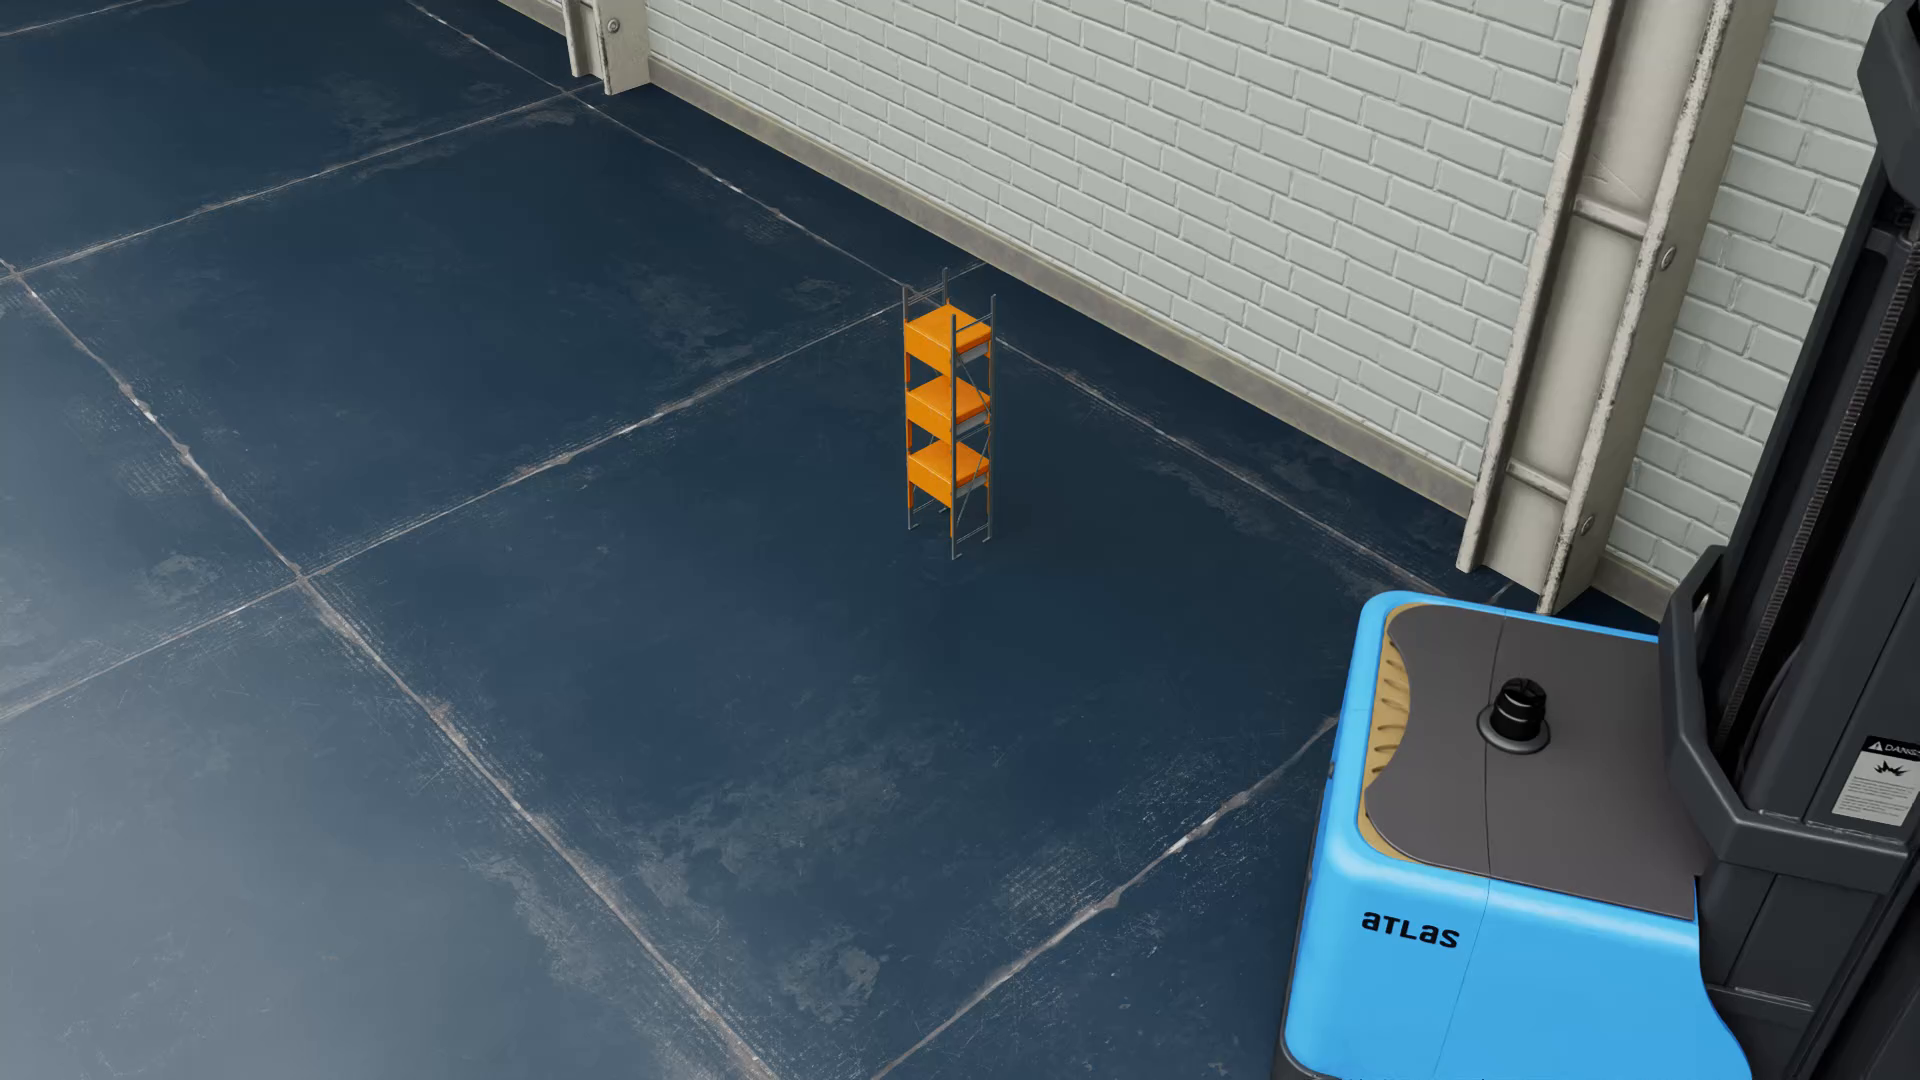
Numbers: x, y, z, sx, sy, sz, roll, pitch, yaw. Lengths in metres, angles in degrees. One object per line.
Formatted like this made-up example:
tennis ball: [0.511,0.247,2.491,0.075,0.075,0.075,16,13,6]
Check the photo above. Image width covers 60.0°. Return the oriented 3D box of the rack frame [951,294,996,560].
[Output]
rack frame: [0.046,-0.377,5.881,0.200,1.050,0.008,-30,48,-32]

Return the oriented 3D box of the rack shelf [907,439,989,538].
rack shelf: [-0.036,-0.209,6.132,0.215,0.259,0.240,-30,48,-32]

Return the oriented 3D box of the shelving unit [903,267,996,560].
shelving unit: [-0.036,-0.433,5.951,0.215,1.050,0.252,-30,48,-32]

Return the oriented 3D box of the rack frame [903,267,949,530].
rack frame: [-0.119,-0.490,6.021,0.200,1.050,0.008,-30,48,-32]

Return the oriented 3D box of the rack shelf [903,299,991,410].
rack shelf: [-0.036,-0.646,5.779,0.215,0.259,0.240,-30,48,-32]

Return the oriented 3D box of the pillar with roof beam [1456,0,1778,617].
pillar with roof beam: [-1.100,-1.548,1.005,9.100,9.000,0.400,-30,48,-32]

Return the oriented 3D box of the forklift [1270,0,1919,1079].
forklift: [2.381,0.364,3.466,3.031,2.935,1.130,10,40,13]

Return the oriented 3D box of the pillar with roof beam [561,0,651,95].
pillar with roof beam: [-5.158,-4.325,4.443,9.100,9.000,0.400,-30,48,-32]

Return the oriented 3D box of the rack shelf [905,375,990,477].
rack shelf: [-0.036,-0.425,5.957,0.215,0.259,0.240,-30,48,-32]
